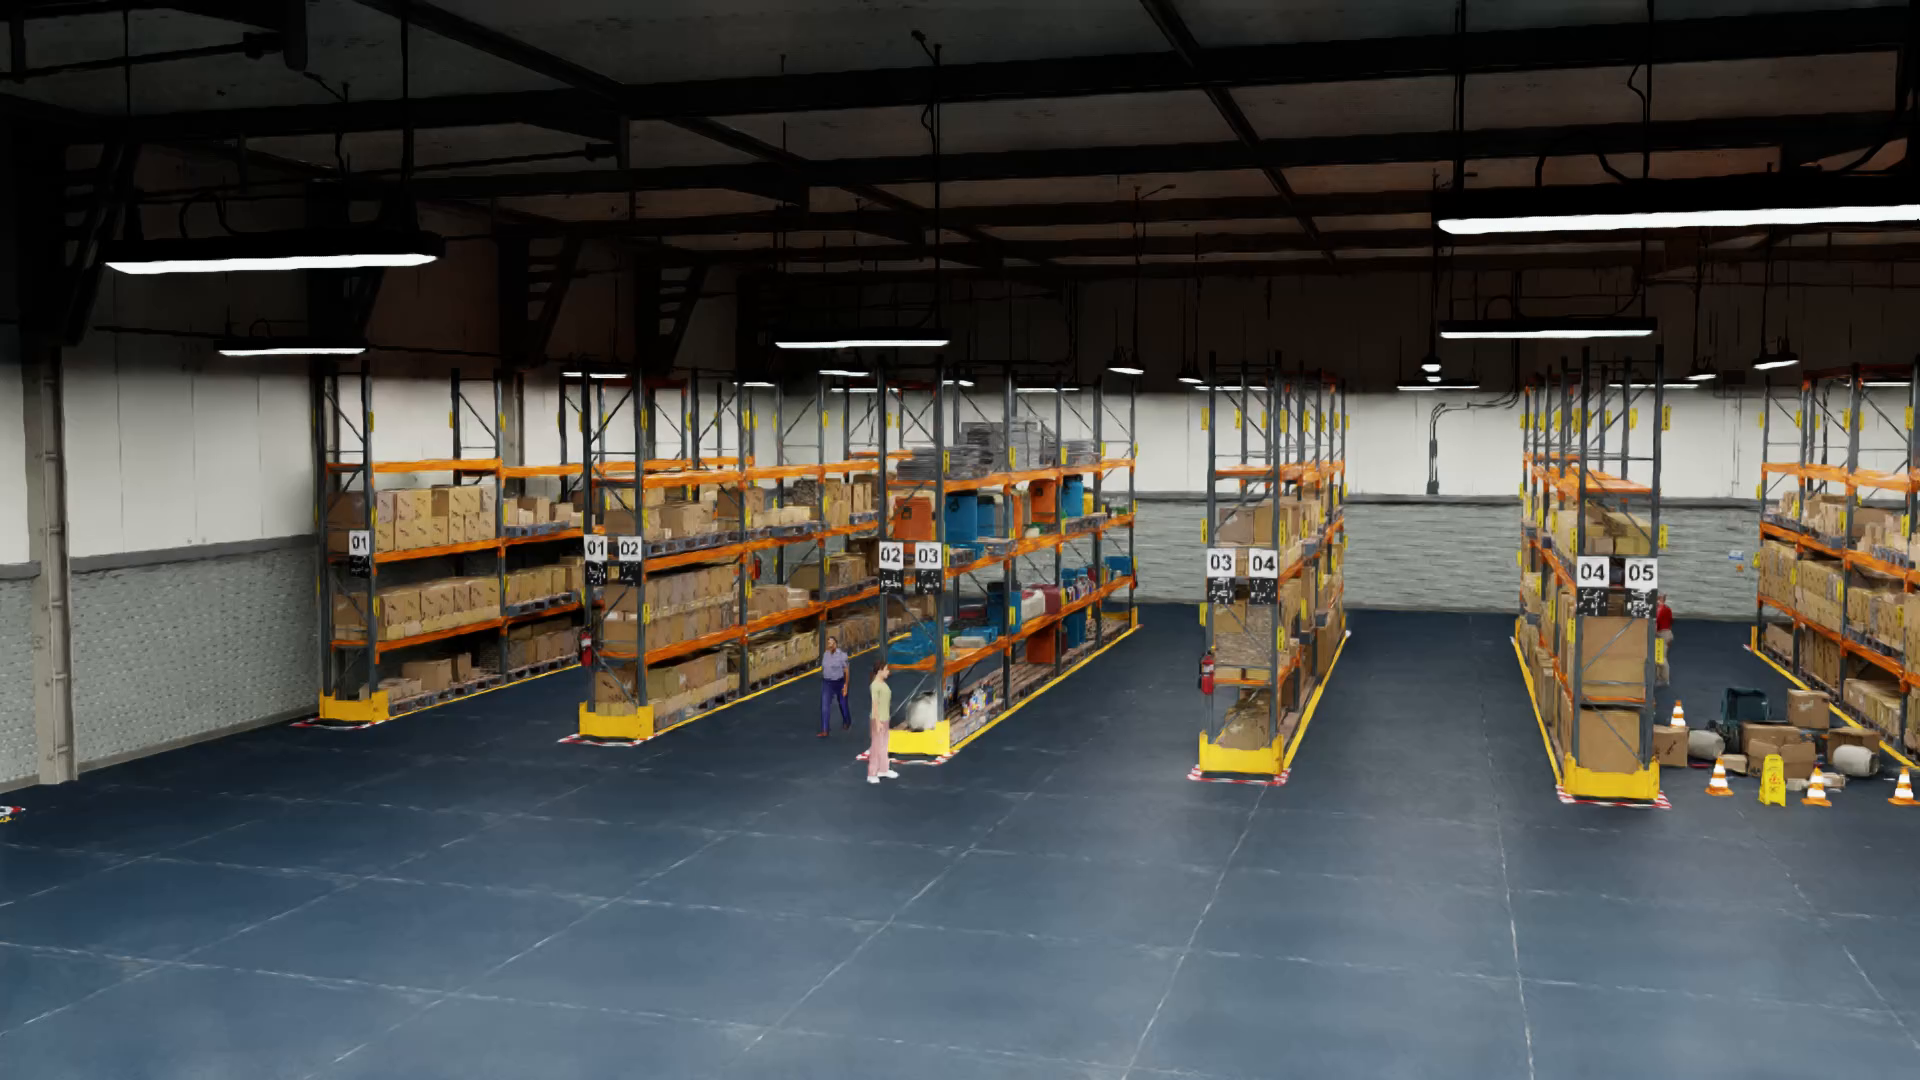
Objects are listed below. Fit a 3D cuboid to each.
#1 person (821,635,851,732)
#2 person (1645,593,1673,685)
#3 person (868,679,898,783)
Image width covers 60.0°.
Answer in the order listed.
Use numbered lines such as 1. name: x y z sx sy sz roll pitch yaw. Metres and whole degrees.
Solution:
1. person: -1.958 2.281 26.600 0.493 1.544 0.823 1 4 15
2. person: 13.285 1.868 31.619 0.654 1.723 0.584 -4 6 -42
3. person: -1.090 2.623 23.055 0.372 1.433 0.542 1 4 10
